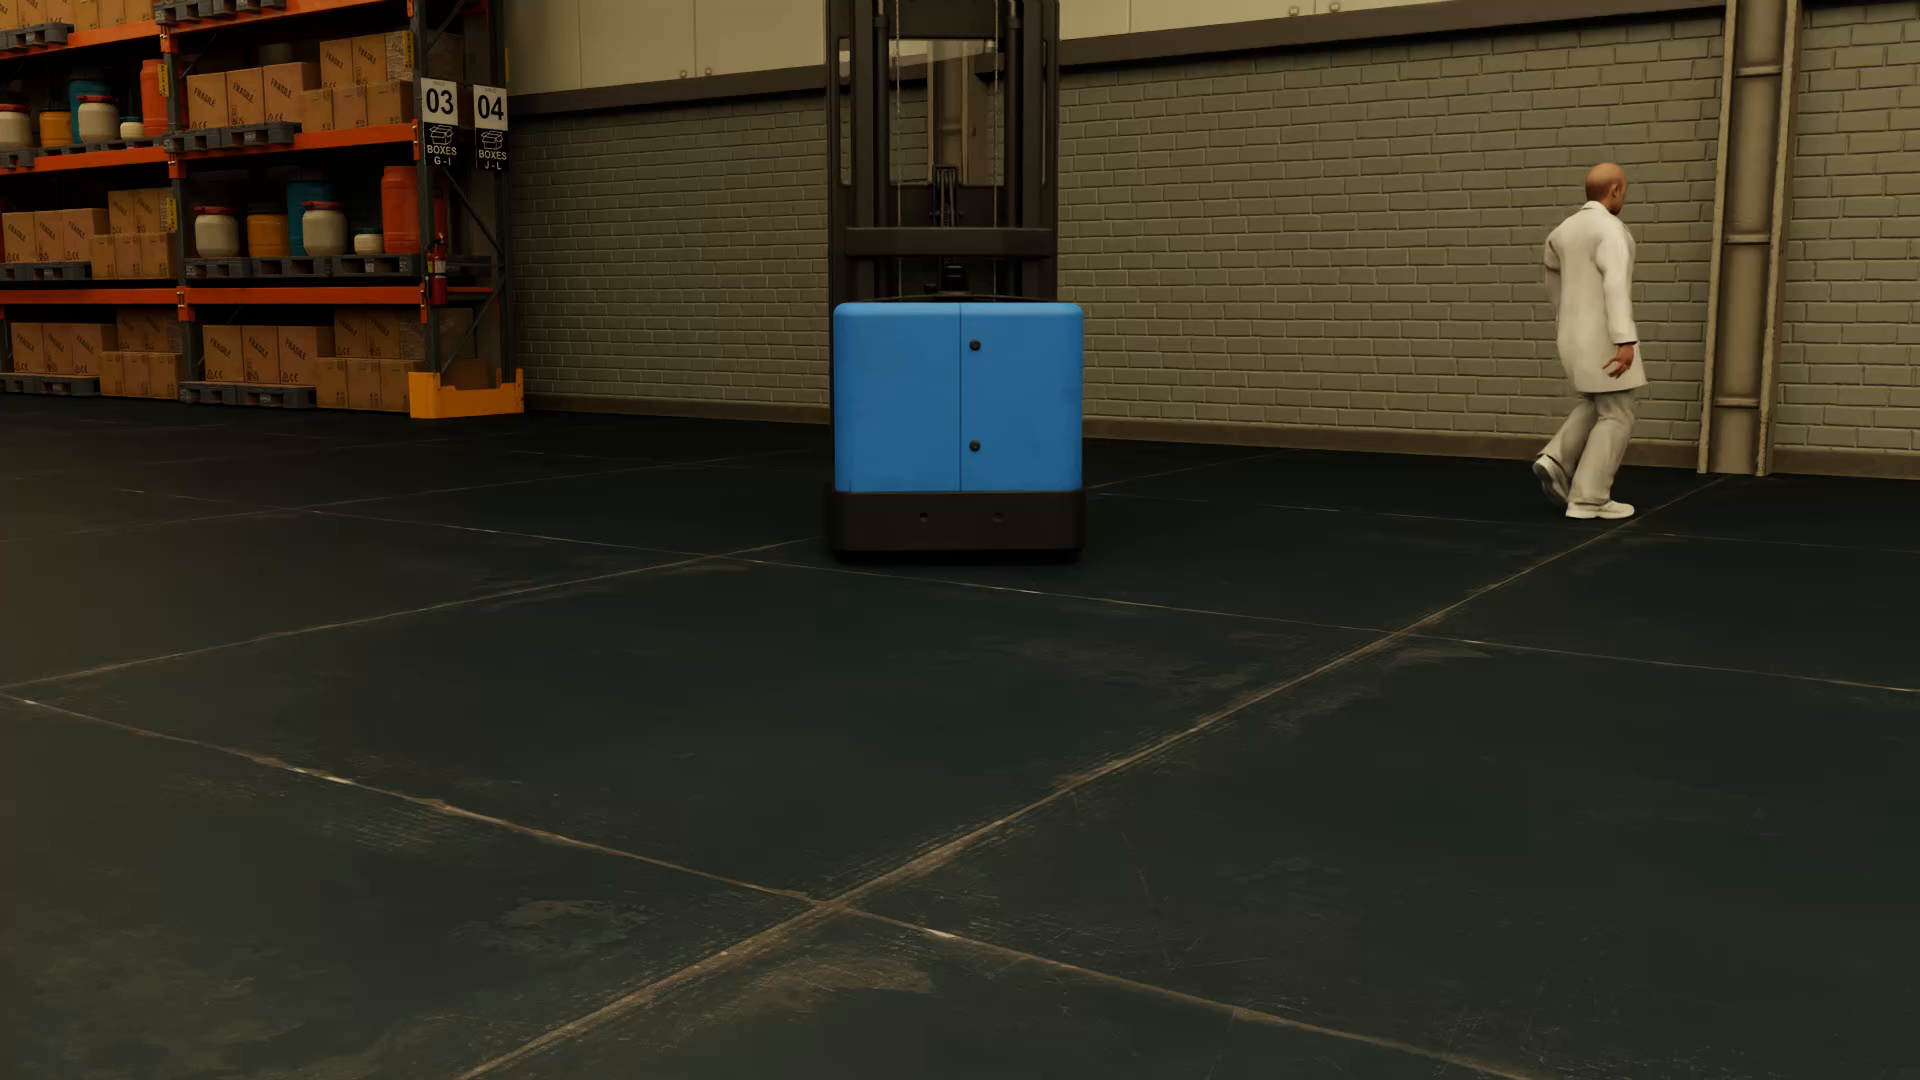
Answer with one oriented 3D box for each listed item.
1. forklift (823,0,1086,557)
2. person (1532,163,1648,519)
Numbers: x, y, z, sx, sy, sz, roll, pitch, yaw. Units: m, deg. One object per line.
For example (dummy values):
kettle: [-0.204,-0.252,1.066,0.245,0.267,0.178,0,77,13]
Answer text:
forklift: [-0.099,-1.550,8.096,1.130,2.935,3.031,-1,8,-4]
person: [3.201,-0.991,8.335,0.502,1.758,0.765,-2,8,-16]
